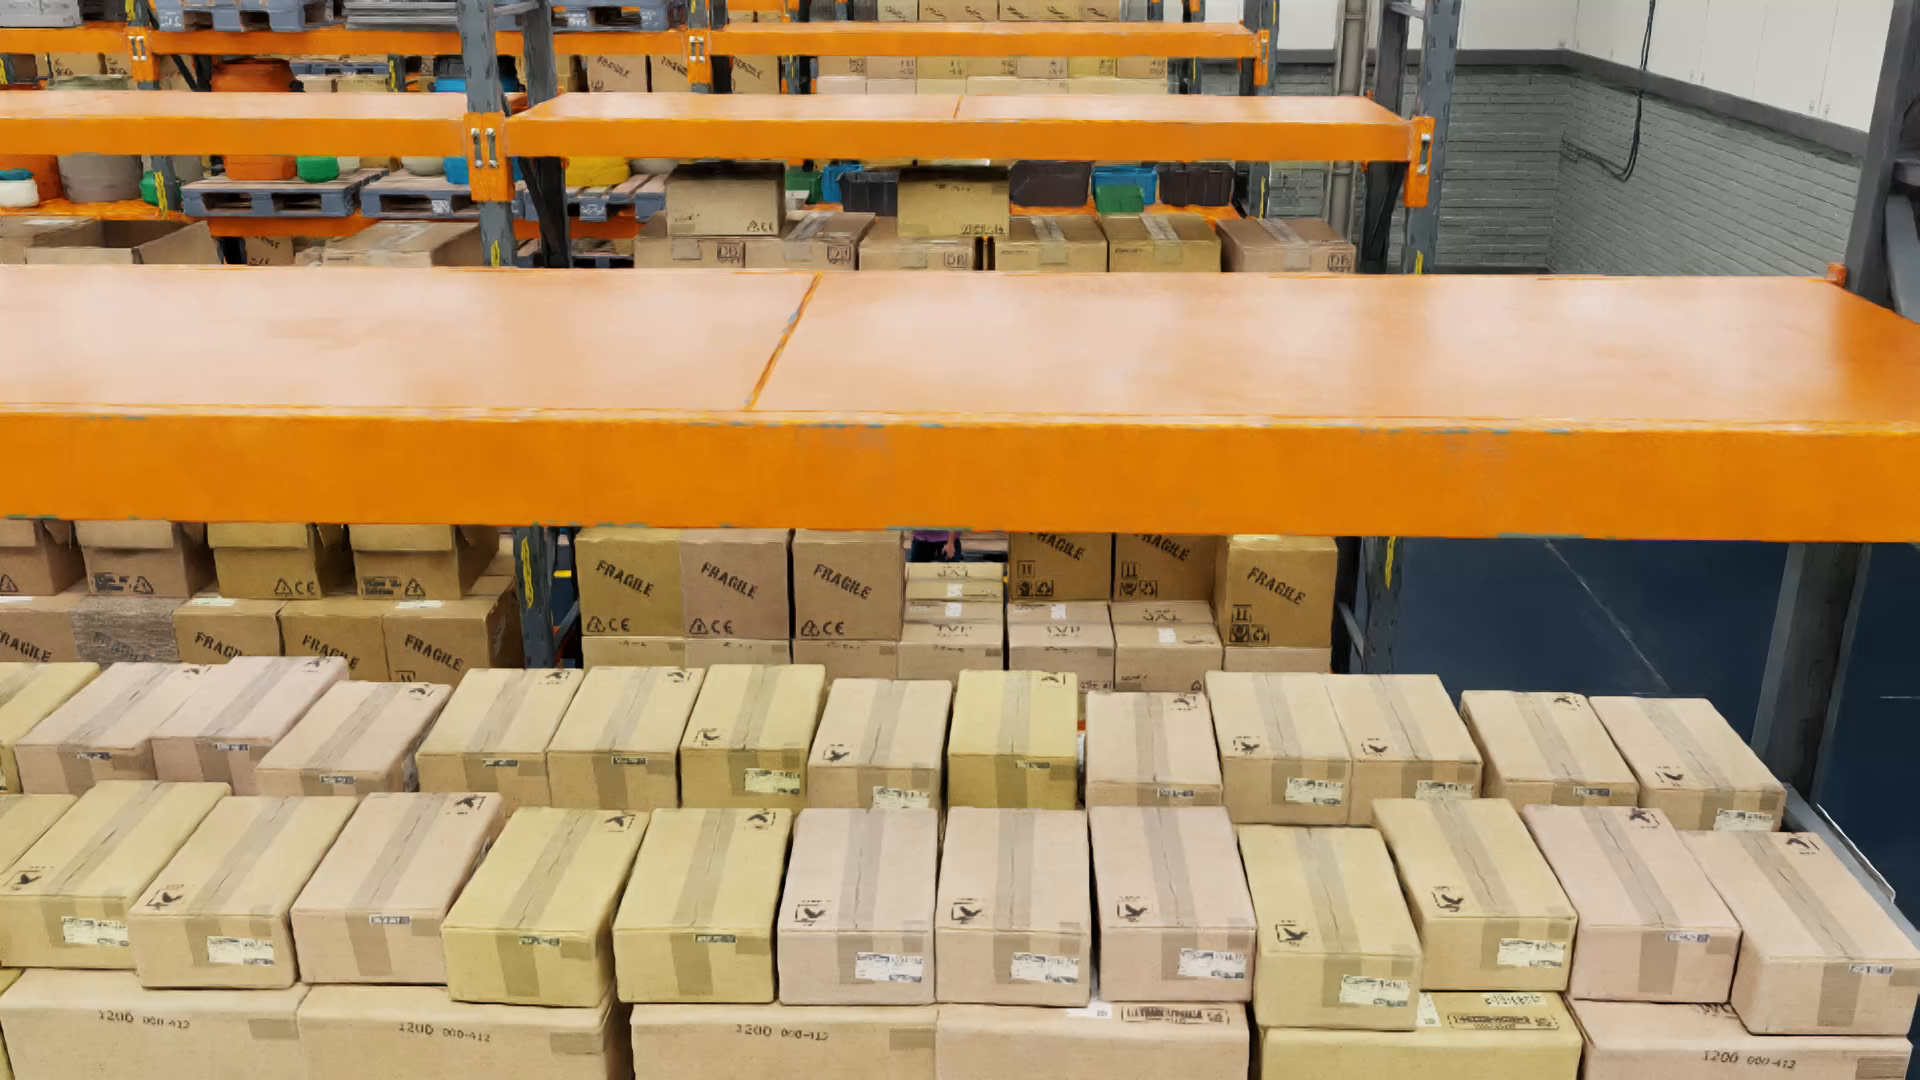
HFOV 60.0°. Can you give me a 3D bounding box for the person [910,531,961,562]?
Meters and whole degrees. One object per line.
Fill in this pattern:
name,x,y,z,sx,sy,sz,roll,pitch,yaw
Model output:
person,-0.177,-0.031,11.642,0.560,1.581,0.498,15,25,33
